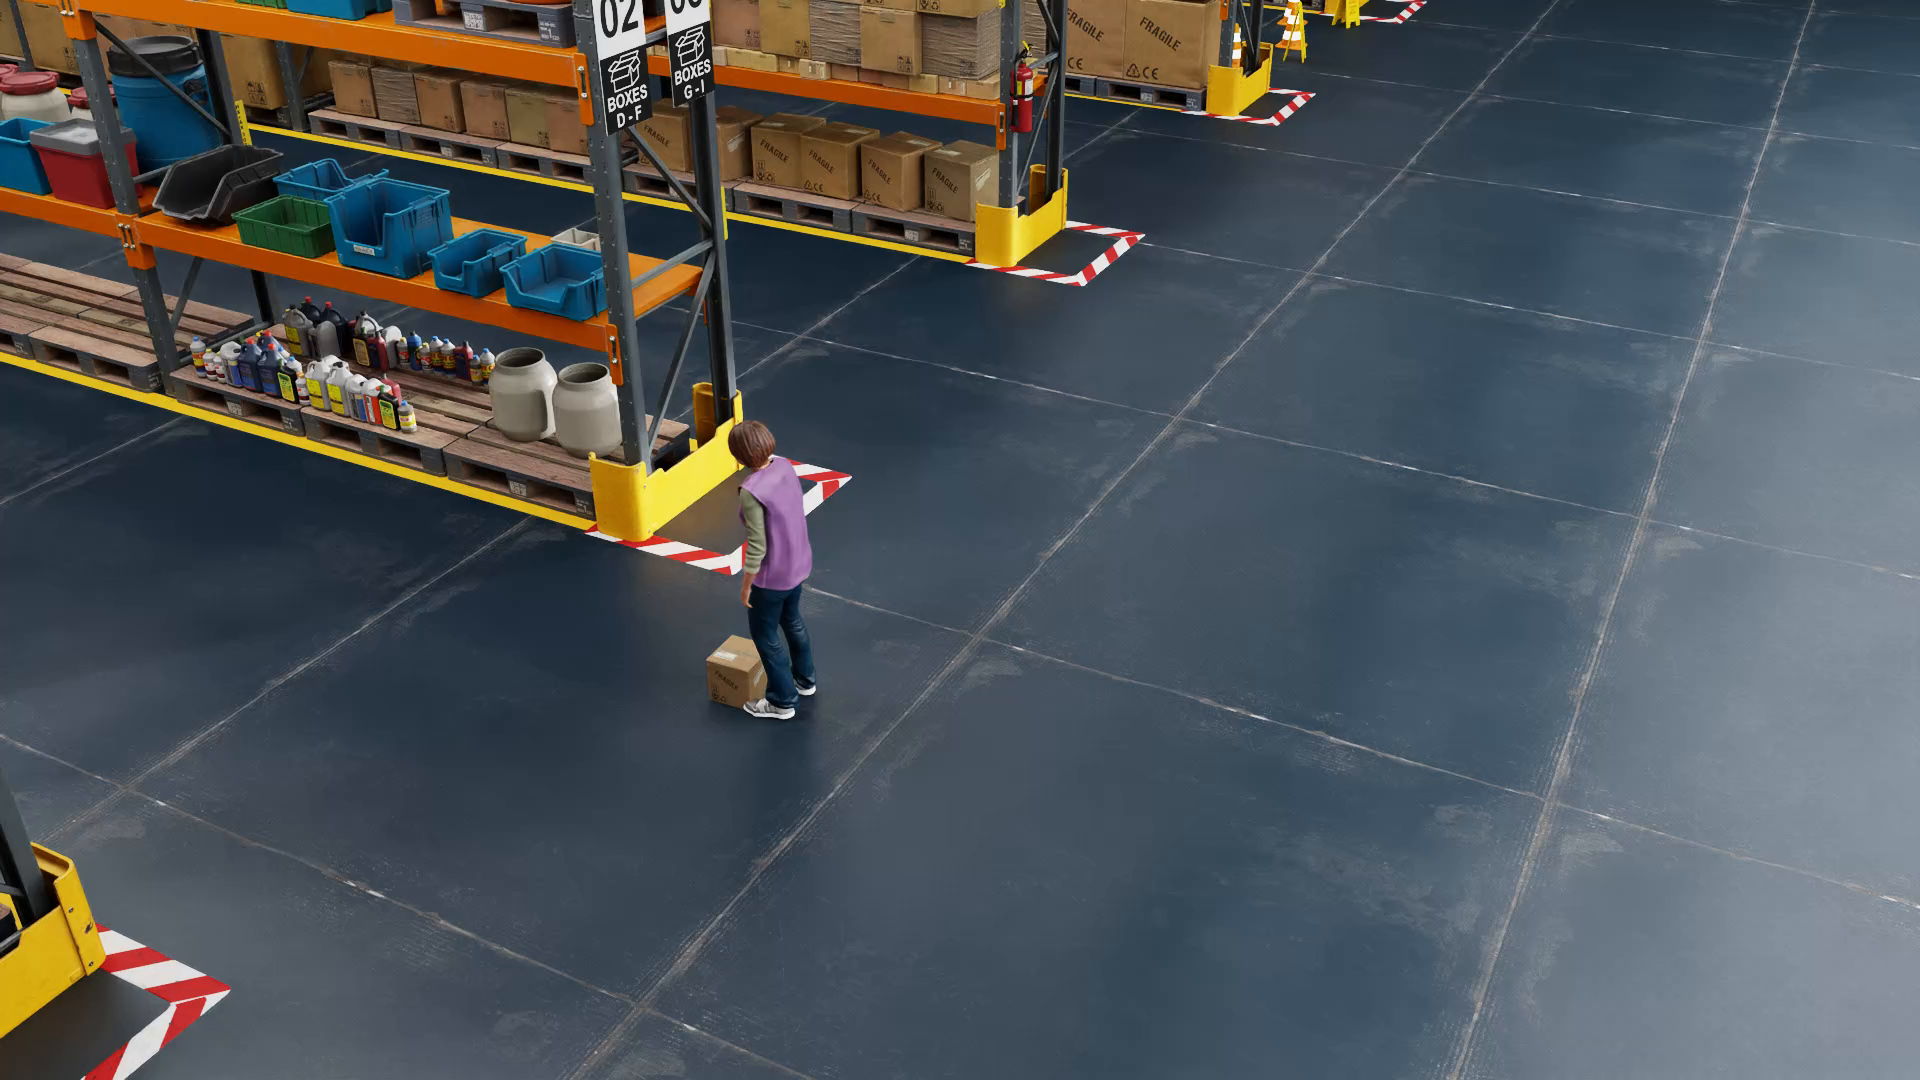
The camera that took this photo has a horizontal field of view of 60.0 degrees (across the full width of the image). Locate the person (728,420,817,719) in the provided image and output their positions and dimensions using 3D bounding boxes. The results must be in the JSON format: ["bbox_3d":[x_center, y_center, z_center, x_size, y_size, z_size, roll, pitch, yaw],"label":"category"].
[{"bbox_3d":[-0.901,0.150,8.037,0.349,1.592,0.474,14,33,22],"label":"person"}]
